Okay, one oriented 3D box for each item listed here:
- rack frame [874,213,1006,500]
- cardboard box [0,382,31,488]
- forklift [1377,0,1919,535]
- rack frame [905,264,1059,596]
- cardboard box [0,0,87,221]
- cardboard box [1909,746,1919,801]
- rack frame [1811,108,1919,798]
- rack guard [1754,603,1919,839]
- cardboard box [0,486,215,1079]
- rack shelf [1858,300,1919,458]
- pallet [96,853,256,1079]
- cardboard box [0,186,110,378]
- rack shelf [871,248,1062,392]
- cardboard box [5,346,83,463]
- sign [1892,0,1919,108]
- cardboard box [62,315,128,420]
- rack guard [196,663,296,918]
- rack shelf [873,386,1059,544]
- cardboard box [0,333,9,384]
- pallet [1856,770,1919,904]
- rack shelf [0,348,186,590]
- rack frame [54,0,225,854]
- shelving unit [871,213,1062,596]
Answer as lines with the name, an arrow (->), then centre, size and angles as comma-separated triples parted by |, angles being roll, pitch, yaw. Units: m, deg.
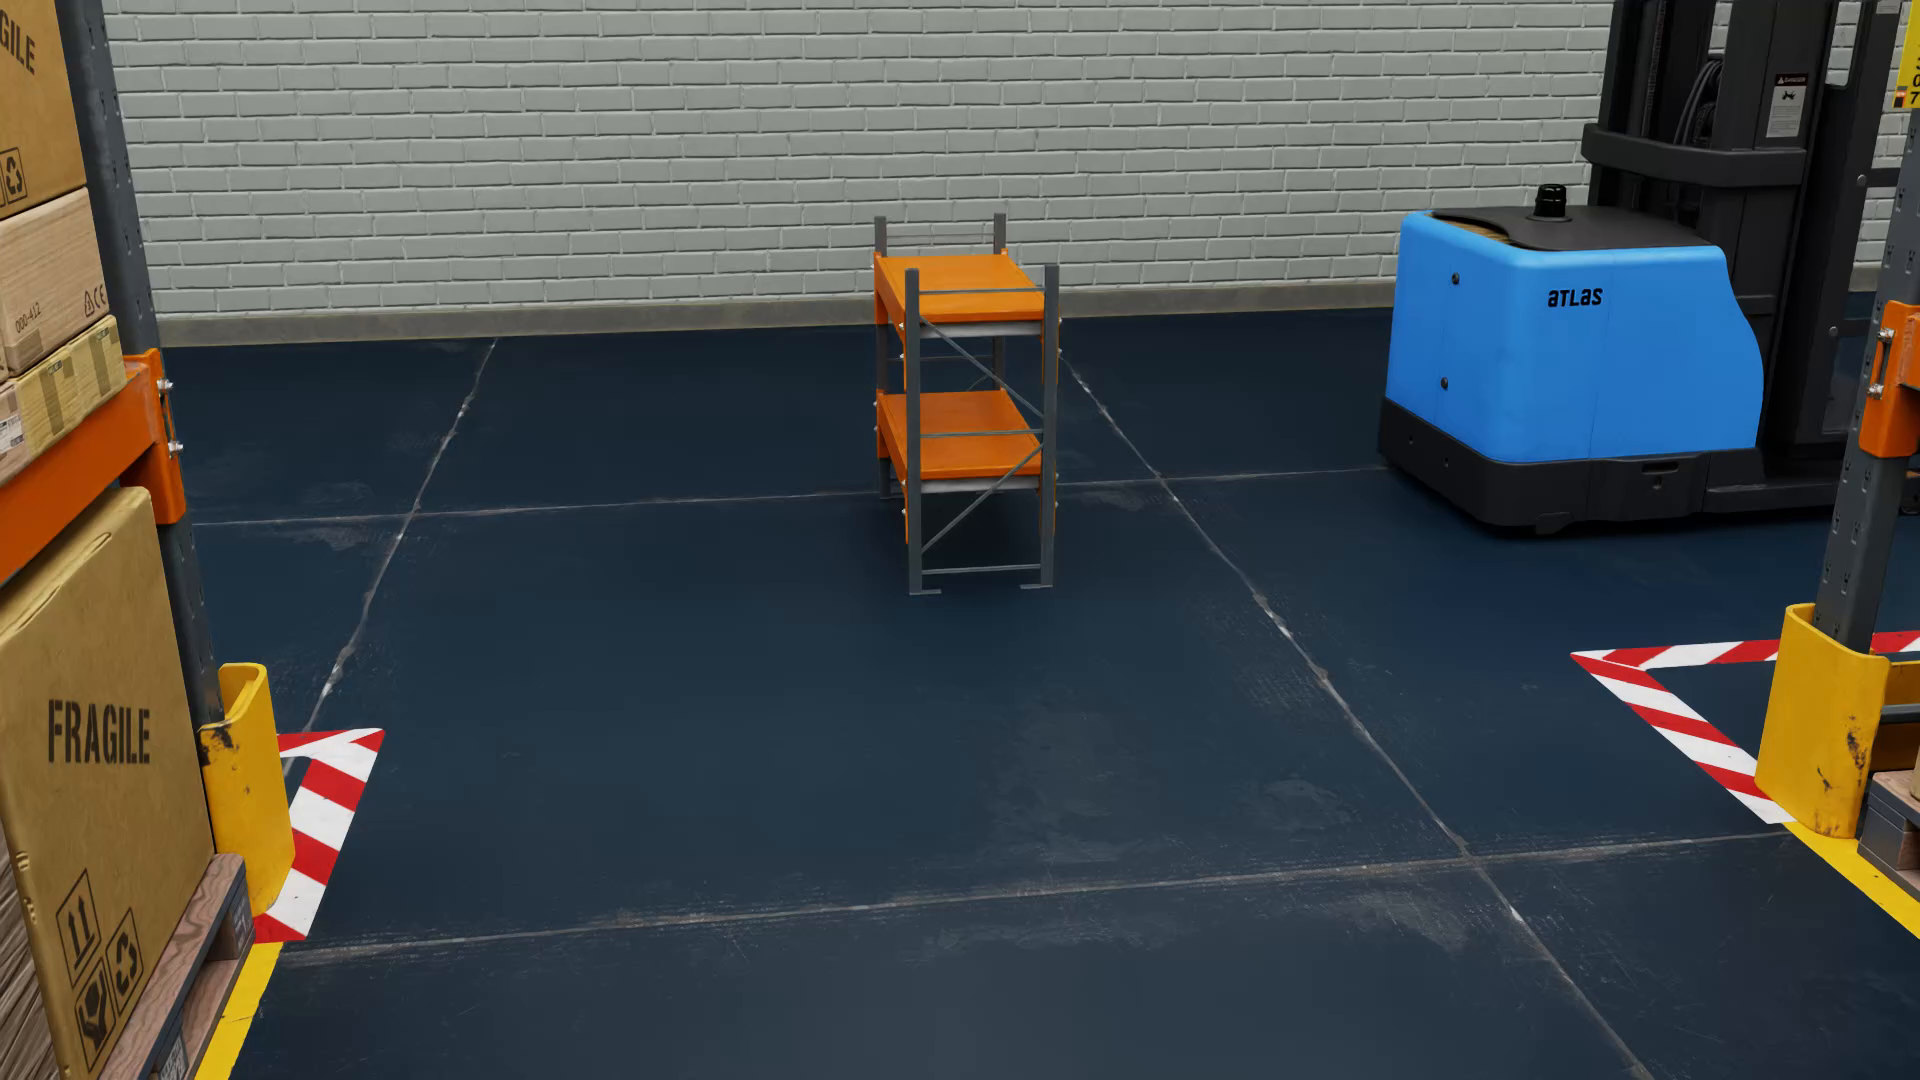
rack frame -> -0.074, -0.705, 6.497 | 0.500, 1.125, 0.032 | -3, 21, -8
cardboard box -> -1.756, -0.146, 2.679 | 0.380, 0.149, 0.250 | -3, 21, -8
forklift -> 3.330, -1.636, 6.408 | 3.031, 2.935, 1.130 | -4, 21, -11
rack frame -> 0.072, -0.353, 5.554 | 0.500, 1.125, 0.032 | -3, 21, -8
cardboard box -> -1.877, -0.813, 2.822 | 0.500, 0.500, 0.500 | -3, 21, -7
cardboard box -> 2.474, 0.574, 3.868 | 0.380, 0.149, 0.250 | -2, 21, -7
rack frame -> 2.716, -0.763, 3.971 | 1.000, 3.000, 0.127 | -3, 21, -8
rack guard -> 2.727, 0.435, 4.338 | 1.175, 0.500, 0.348 | -3, 21, -8
cardboard box -> -2.036, 0.469, 3.111 | 0.875, 0.875, 0.875 | -3, 21, -8
rack shelf -> 3.004, 0.267, 2.243 | 1.077, 0.370, 4.000 | -3, 21, -8
pallet -> -2.014, 1.032, 3.152 | 1.003, 0.211, 1.213 | -3, 21, -8
cardboard box -> -1.875, -0.462, 2.956 | 0.500, 0.250, 0.500 | -3, 21, -9
rack shelf -> -0.001, -0.803, 5.923 | 0.538, 0.278, 1.000 | -3, 21, -8
cardboard box -> -1.791, -0.233, 2.913 | 0.380, 0.149, 0.250 | -3, 21, -7
sign -> 2.179, -1.141, 3.746 | 0.100, 0.325, 0.005 | -3, 21, -8
cardboard box -> -1.830, -0.323, 3.154 | 0.380, 0.149, 0.250 | -3, 21, -7
rack guard -> -2.211, 0.615, 3.855 | 1.175, 0.500, 0.348 | -3, 21, -8
rack shelf -> -0.001, -0.300, 6.111 | 0.538, 0.278, 1.000 | -3, 21, -8
cardboard box -> -1.802, -0.287, 2.486 | 0.500, 0.250, 0.500 | -3, 21, -9
pallet -> 2.809, 0.853, 3.631 | 1.003, 0.211, 1.213 | -3, 21, -8
rack shelf -> -1.919, 0.482, 1.667 | 1.077, 0.370, 4.000 | -3, 21, -8
rack frame -> -2.207, -0.548, 3.395 | 1.000, 3.000, 0.127 | -3, 21, -8
shelving unit -> -0.001, -0.529, 6.026 | 0.538, 1.125, 1.048 | -3, 21, -8
